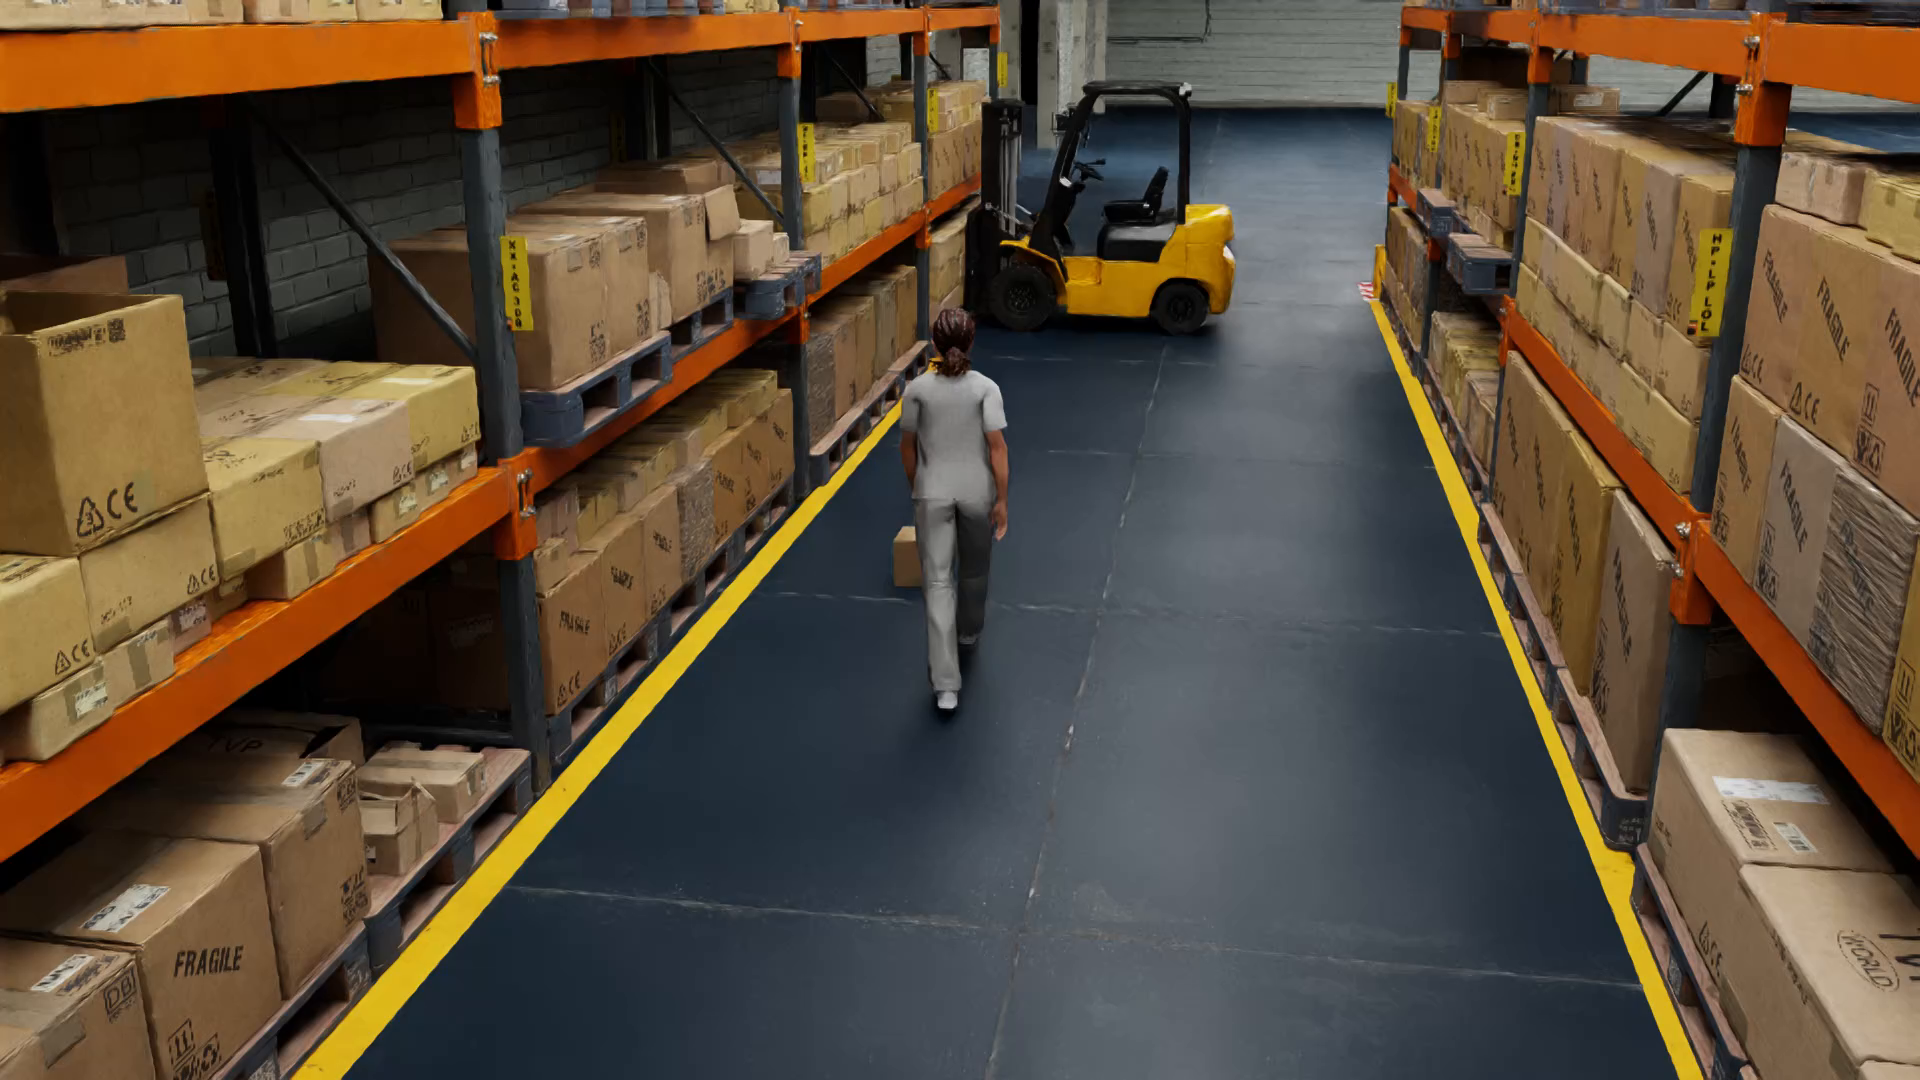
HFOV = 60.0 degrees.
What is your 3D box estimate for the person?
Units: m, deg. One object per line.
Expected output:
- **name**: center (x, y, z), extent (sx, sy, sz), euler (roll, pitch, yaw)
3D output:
- **person**: center (-0.035, -0.205, 7.172), extent (0.457, 1.610, 0.994), euler (-1, 18, -4)
